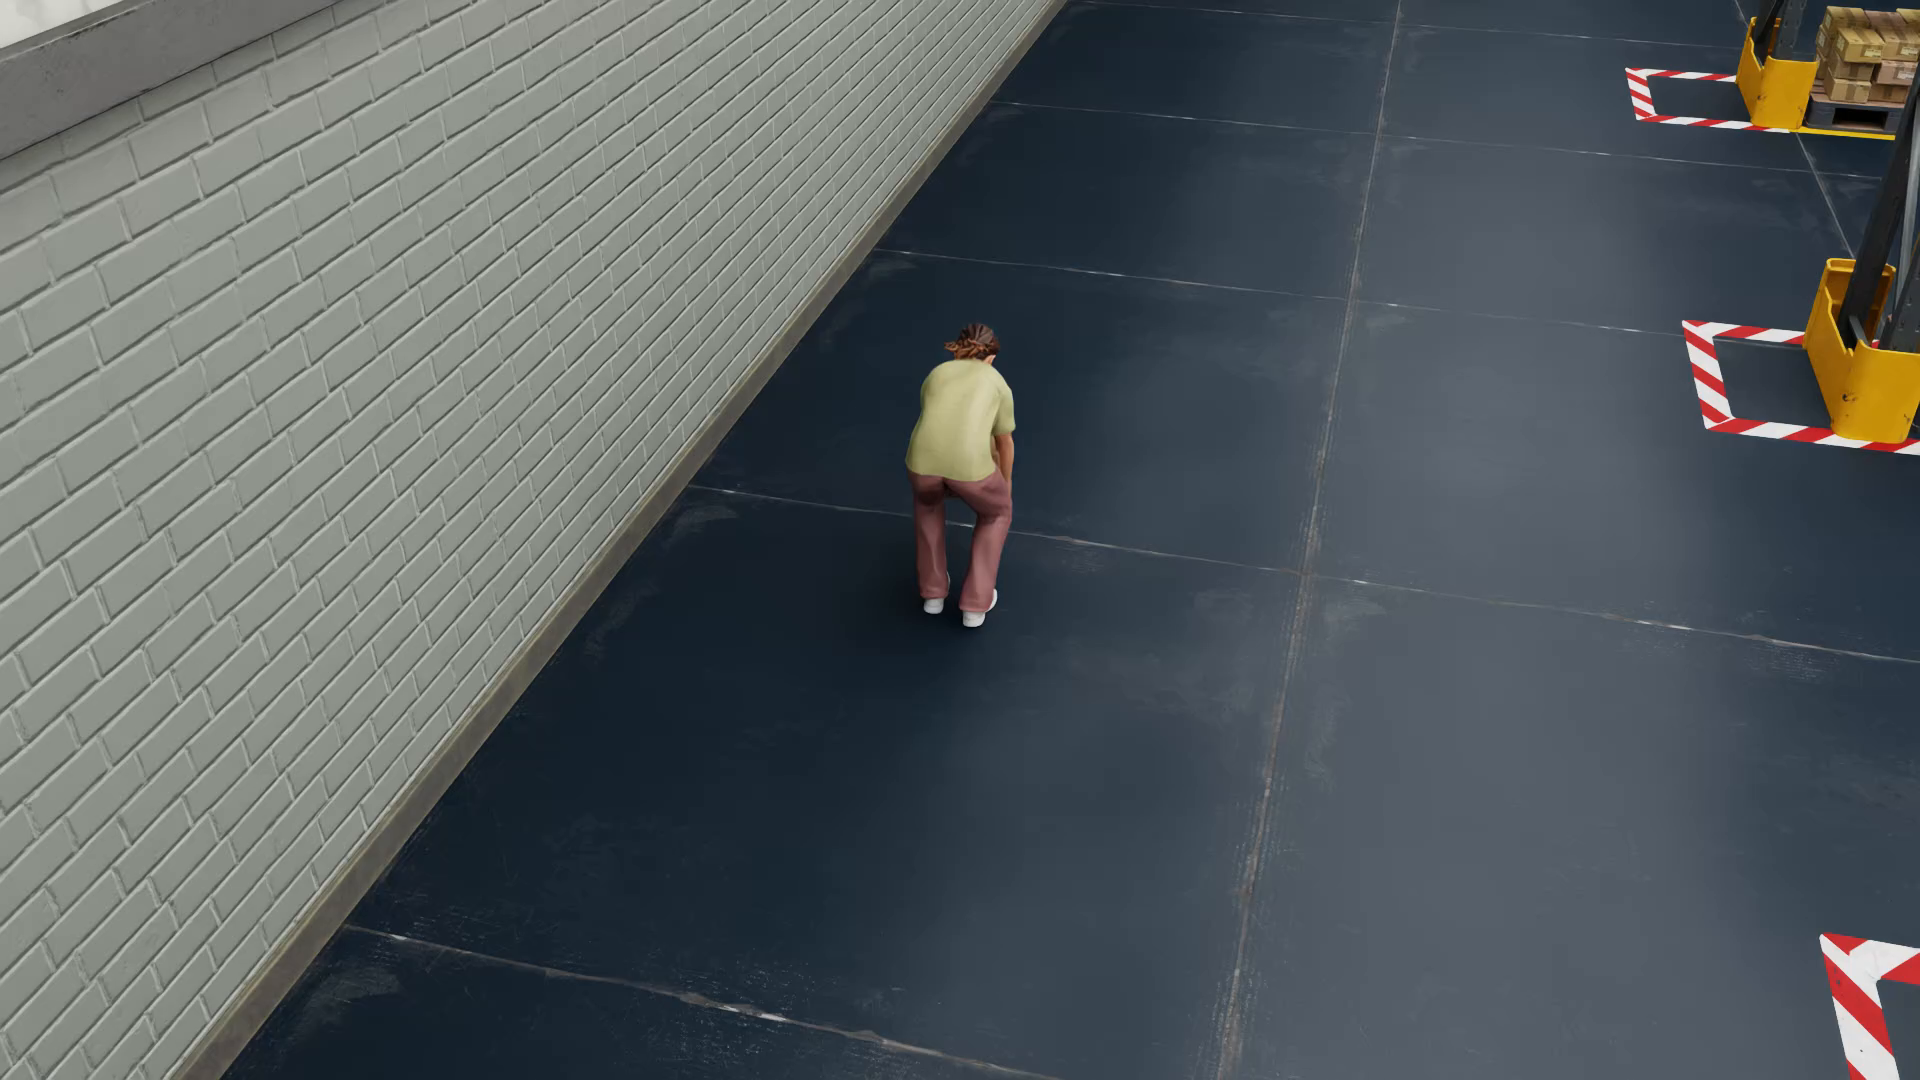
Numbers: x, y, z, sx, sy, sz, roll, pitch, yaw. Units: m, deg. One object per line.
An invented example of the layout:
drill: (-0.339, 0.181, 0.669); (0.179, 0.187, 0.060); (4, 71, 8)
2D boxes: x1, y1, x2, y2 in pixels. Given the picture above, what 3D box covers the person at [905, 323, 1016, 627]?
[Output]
person: (0.022, -0.277, 7.076); (0.439, 1.124, 0.857); (7, 34, 10)
